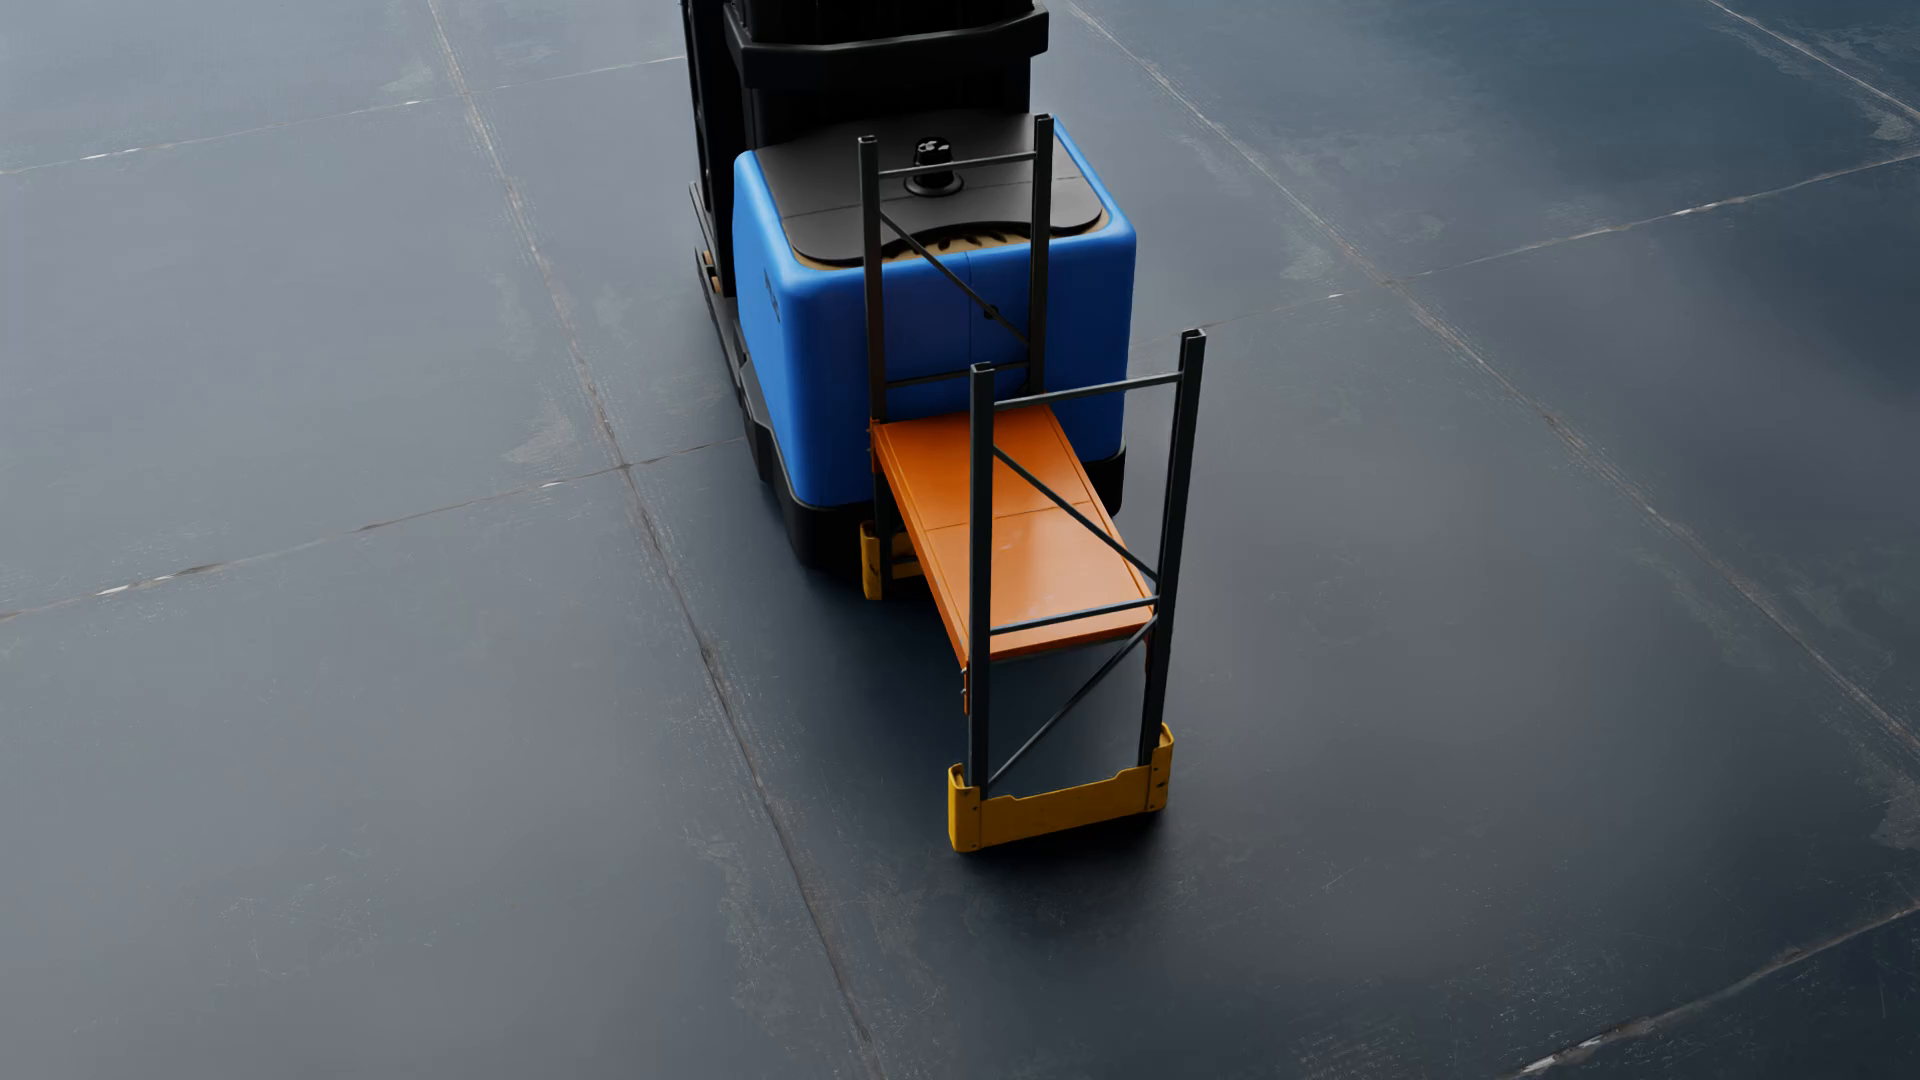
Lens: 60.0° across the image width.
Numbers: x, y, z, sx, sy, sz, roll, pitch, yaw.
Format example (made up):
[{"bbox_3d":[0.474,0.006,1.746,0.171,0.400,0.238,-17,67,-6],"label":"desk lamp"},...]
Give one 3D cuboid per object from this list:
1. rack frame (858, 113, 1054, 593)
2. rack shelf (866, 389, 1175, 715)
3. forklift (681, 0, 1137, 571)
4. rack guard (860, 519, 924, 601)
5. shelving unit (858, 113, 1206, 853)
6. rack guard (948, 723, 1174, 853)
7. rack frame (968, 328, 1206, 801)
[{"bbox_3d":[-0.008,-0.458,4.633,0.500,1.500,0.032,-10,42,-12],"label":"rack frame"},{"bbox_3d":[0.129,-0.003,4.379,0.538,0.185,1.000,-10,42,-12],"label":"rack shelf"},{"bbox_3d":[-0.375,-1.989,5.315,1.130,2.935,3.031,-10,42,-12],"label":"forklift"},{"bbox_3d":[-0.007,0.016,5.039,0.587,0.250,0.087,-10,42,-12],"label":"rack guard"},{"bbox_3d":[0.126,-0.145,4.268,0.587,1.500,1.083,-10,42,-12],"label":"shelving unit"},{"bbox_3d":[0.260,0.642,4.312,0.587,0.250,0.087,-10,42,-12],"label":"rack guard"},{"bbox_3d":[0.265,0.180,3.890,0.500,1.500,0.032,-10,42,-12],"label":"rack frame"}]
